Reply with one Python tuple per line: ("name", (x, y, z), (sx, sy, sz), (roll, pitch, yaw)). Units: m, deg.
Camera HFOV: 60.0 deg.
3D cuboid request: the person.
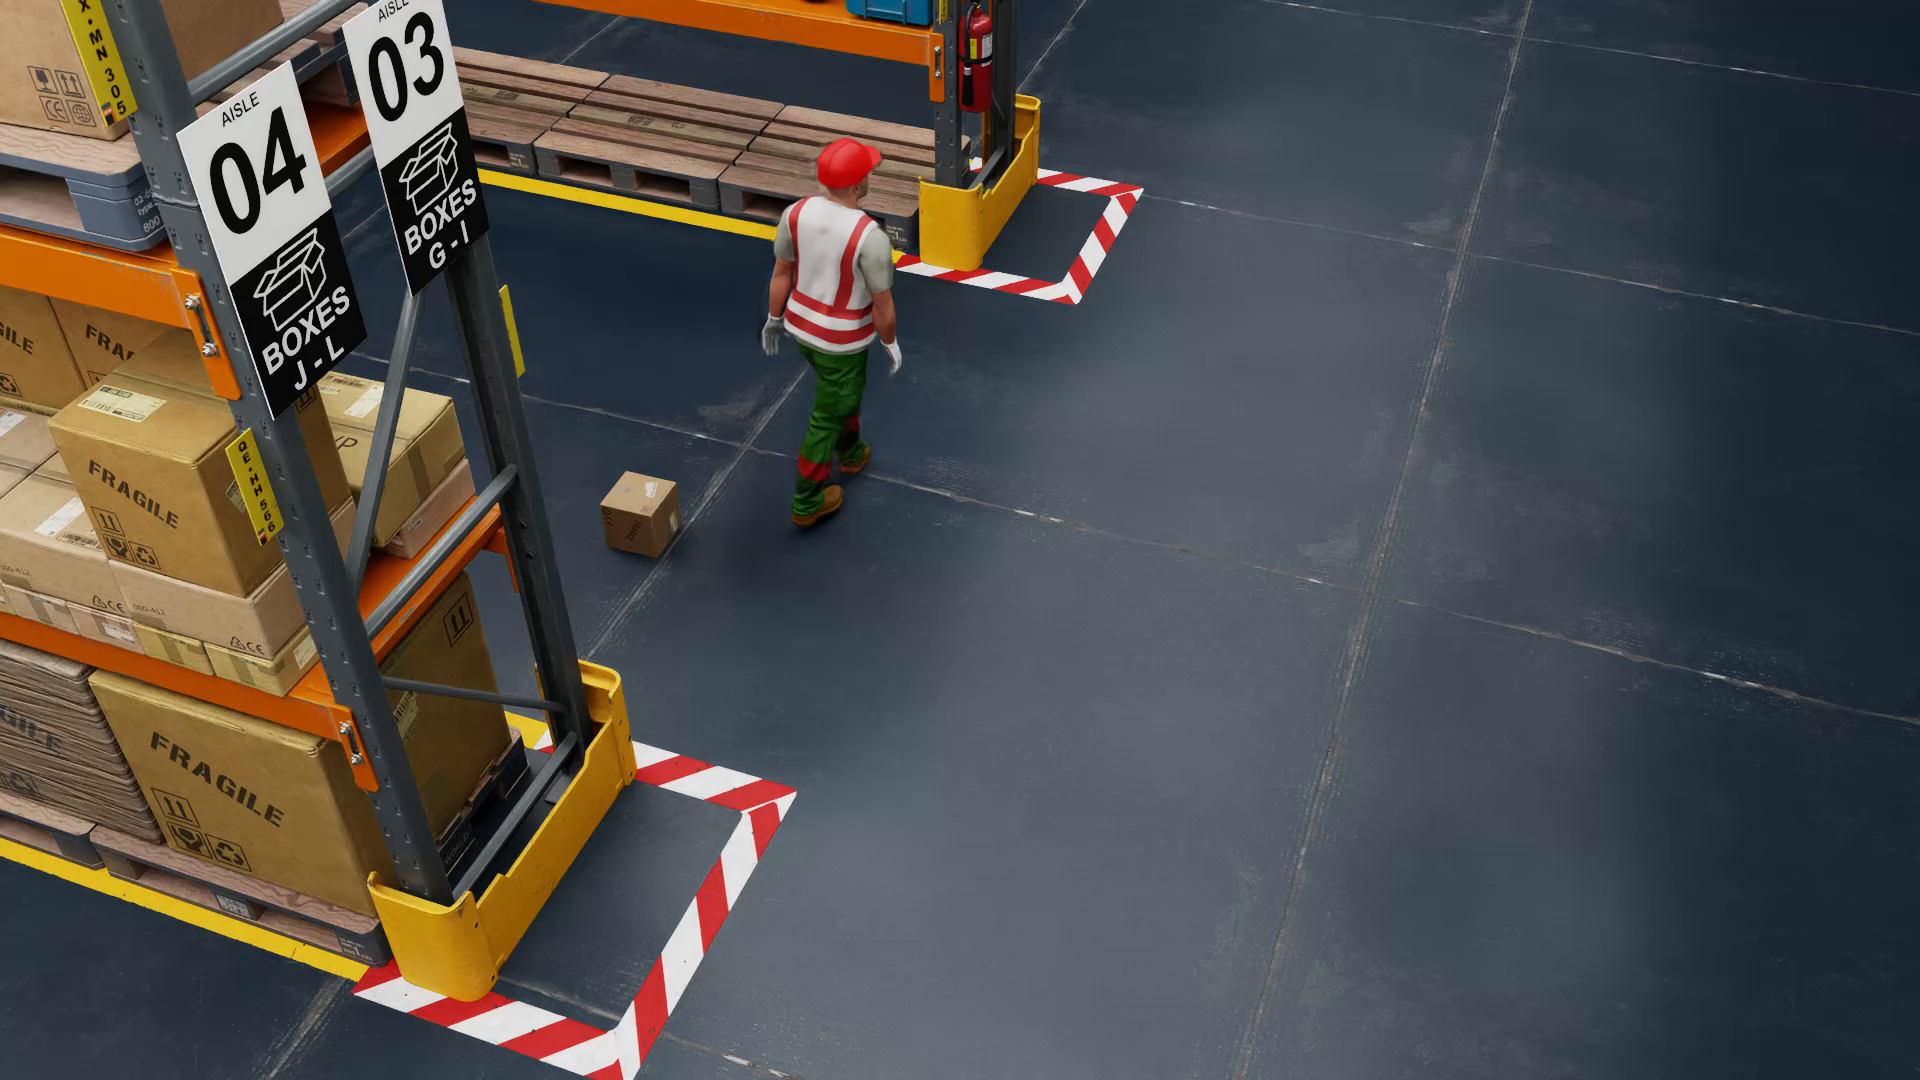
("person", (-0.527, -0.874, 7.157), (0.578, 1.808, 0.695), (28, 49, 29))
